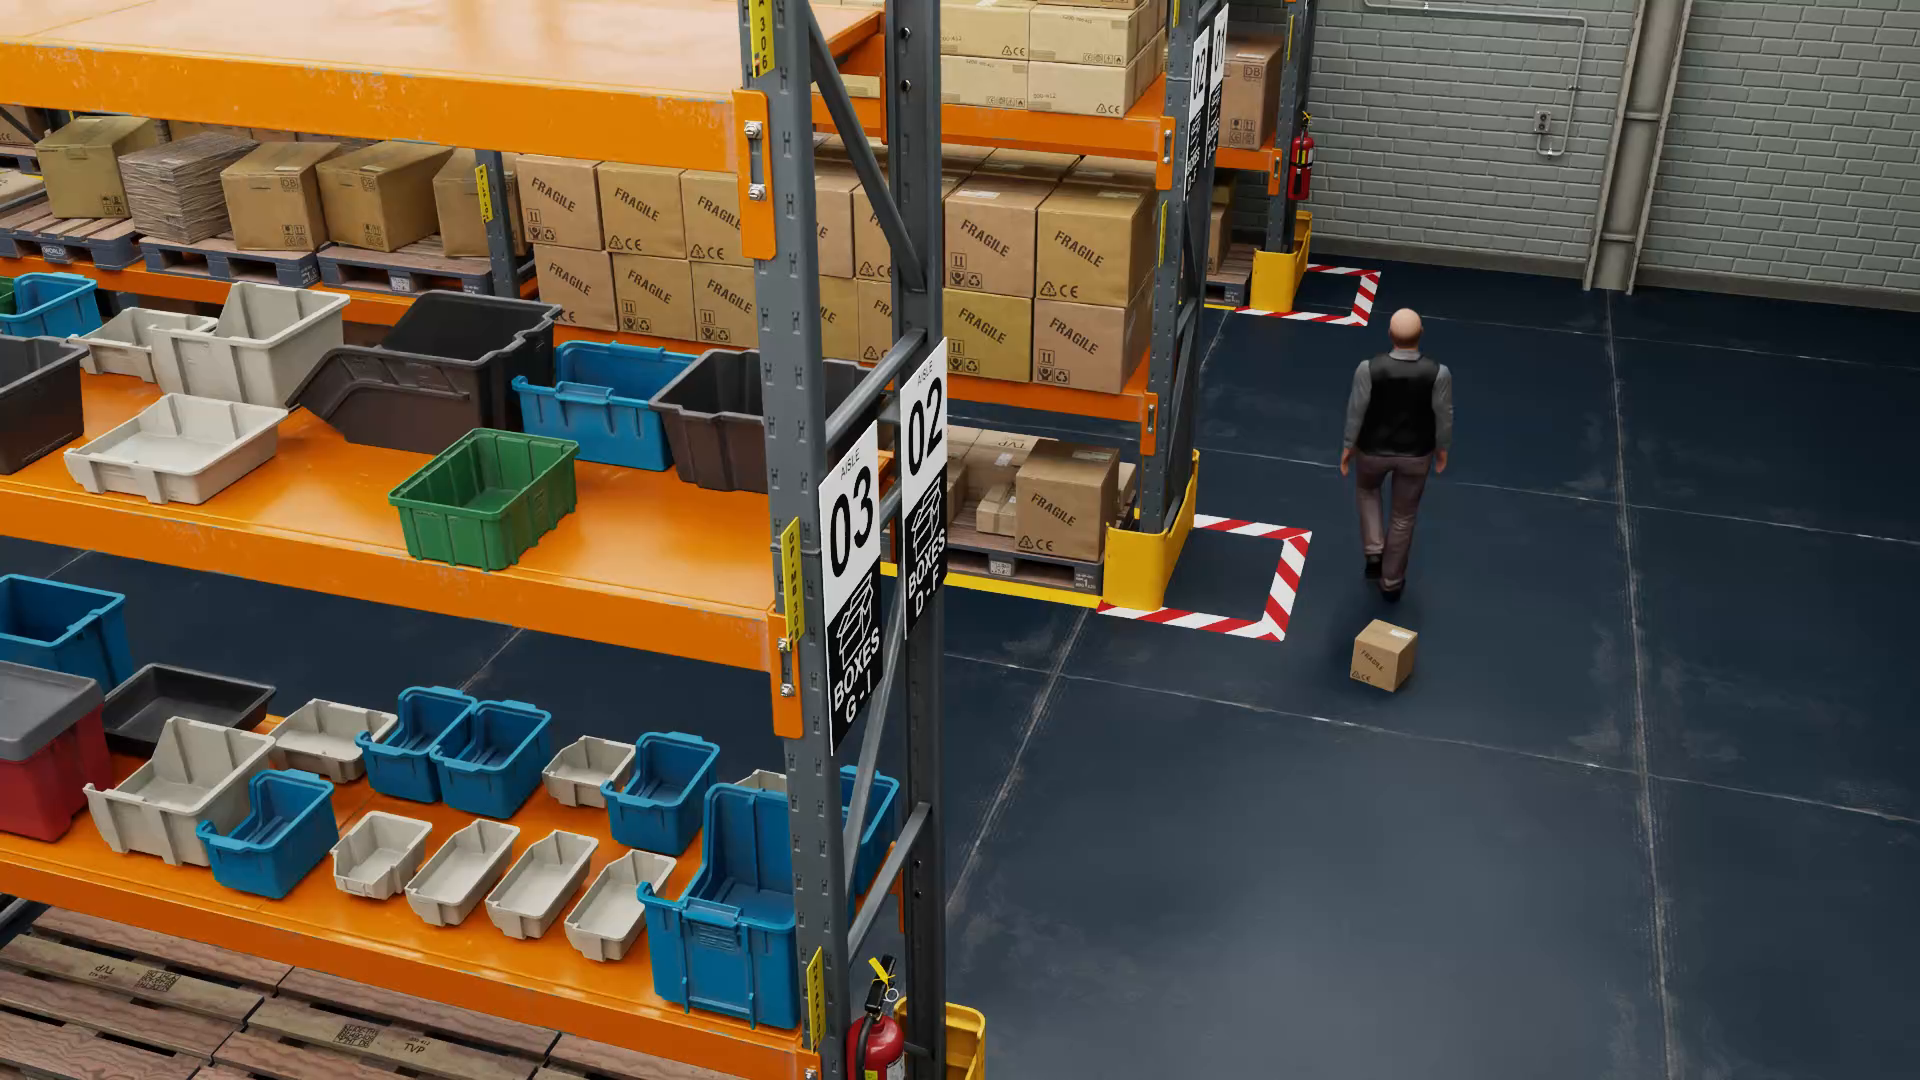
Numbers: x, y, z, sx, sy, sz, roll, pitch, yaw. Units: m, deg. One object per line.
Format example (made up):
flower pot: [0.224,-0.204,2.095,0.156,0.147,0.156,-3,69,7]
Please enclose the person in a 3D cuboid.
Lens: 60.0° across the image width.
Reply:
person: [2.466,-0.508,9.431,0.585,1.731,0.524,8,30,14]
